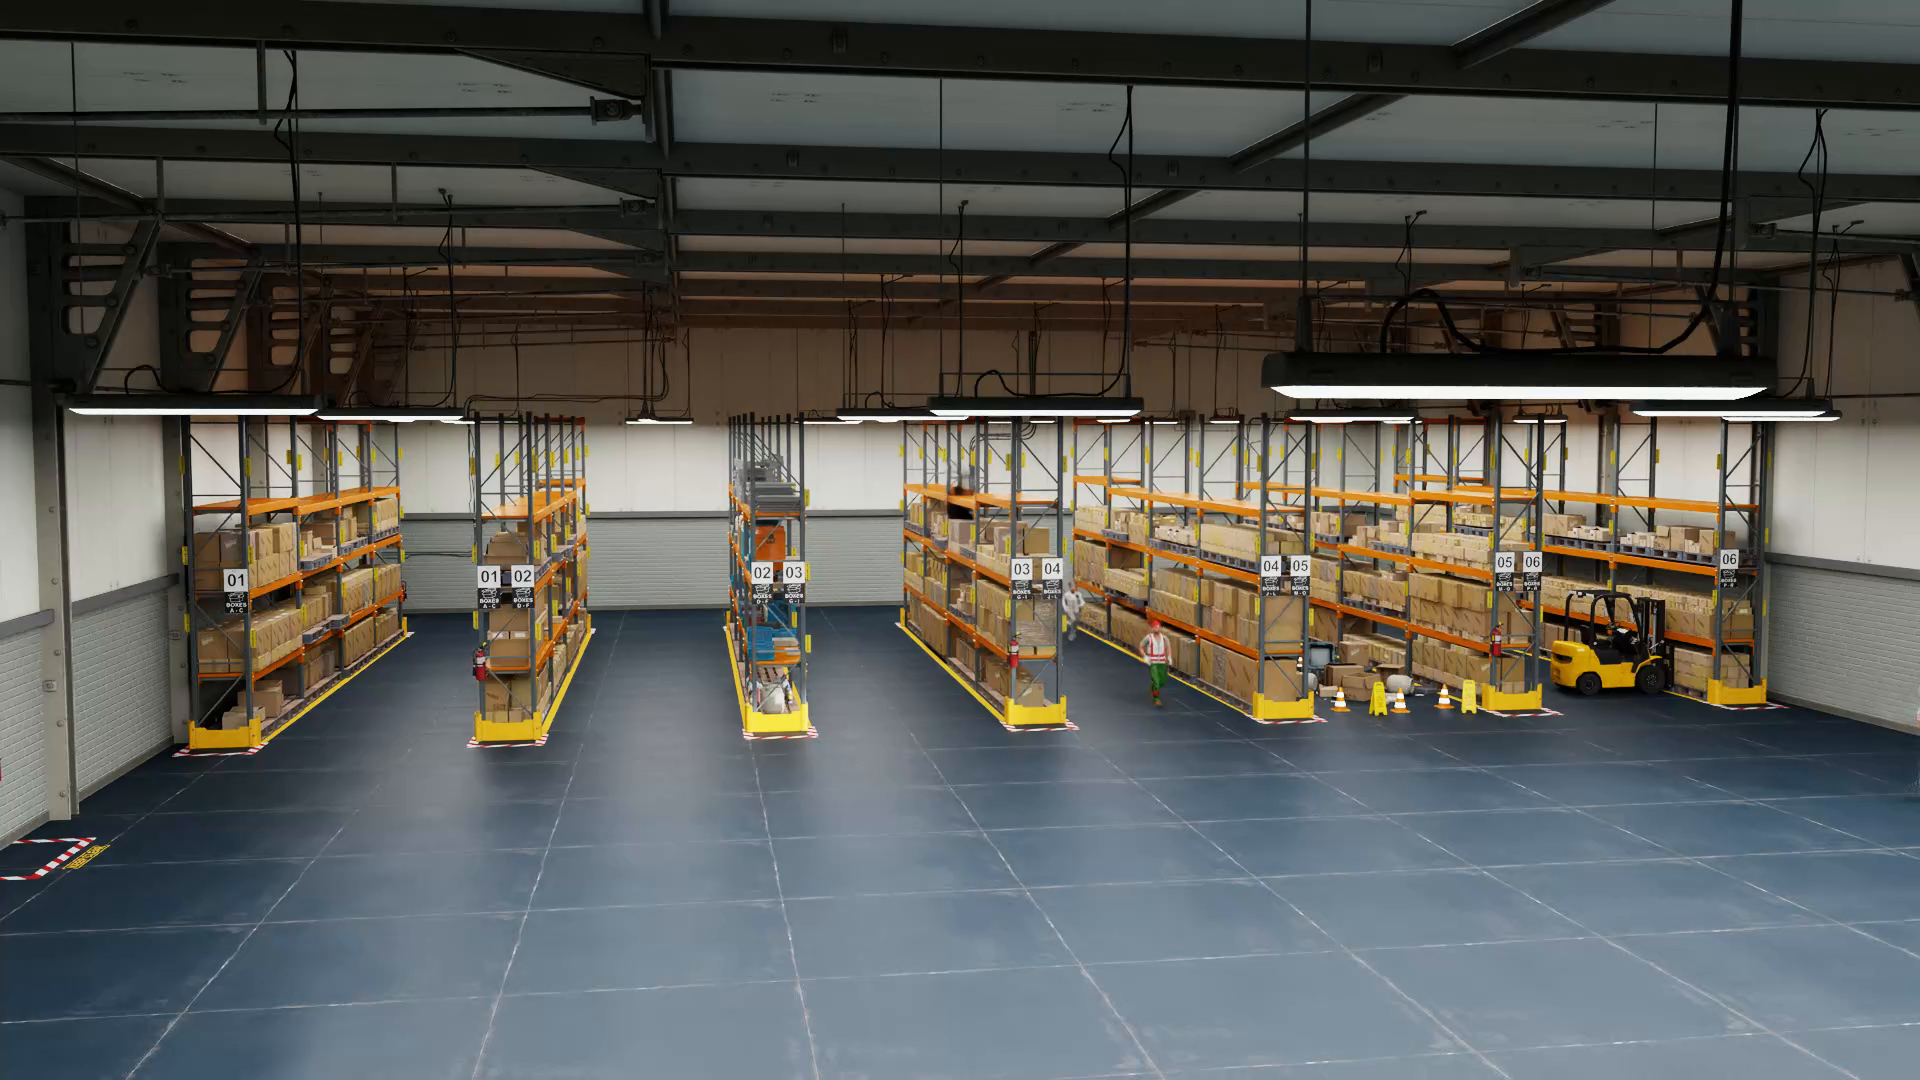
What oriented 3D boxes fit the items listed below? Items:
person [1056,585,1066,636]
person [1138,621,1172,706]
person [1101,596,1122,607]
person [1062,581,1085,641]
[{"bbox_3d":[2.567,1.740,45.570,0.691,1.784,0.970,-1,4,-9],"label":"person"},{"bbox_3d":[4.013,2.521,34.217,0.698,1.747,0.724,-1,4,-17],"label":"person"},{"bbox_3d":[4.483,1.462,50.004,0.806,1.729,1.004,2,4,29],"label":"person"},{"bbox_3d":[2.973,1.879,43.493,0.603,1.615,0.862,0,4,-4],"label":"person"}]
